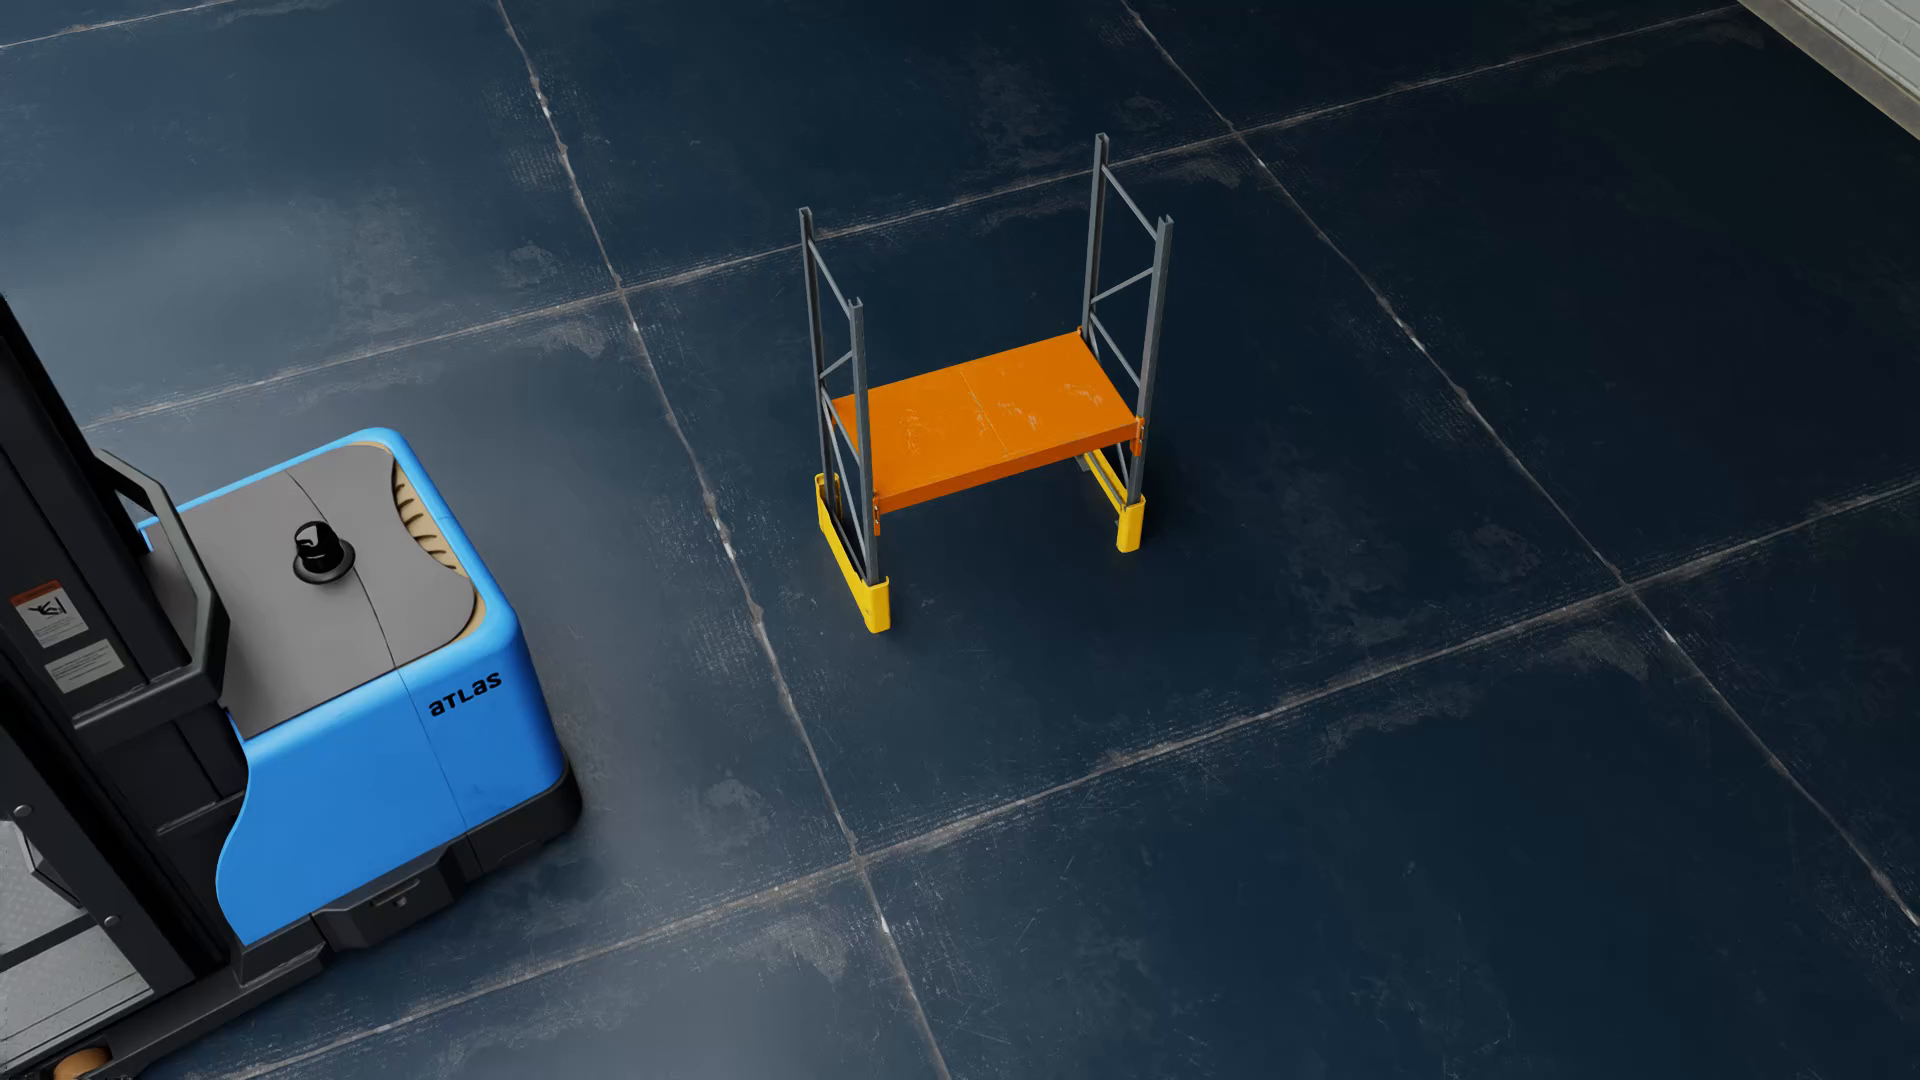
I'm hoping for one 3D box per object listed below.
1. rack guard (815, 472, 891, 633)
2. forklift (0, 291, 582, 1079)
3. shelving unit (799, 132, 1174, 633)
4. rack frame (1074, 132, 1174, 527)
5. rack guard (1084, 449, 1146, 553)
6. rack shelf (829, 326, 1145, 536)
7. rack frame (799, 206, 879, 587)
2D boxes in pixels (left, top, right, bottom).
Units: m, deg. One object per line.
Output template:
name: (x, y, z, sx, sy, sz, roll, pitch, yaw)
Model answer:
rack guard: (-0.390, 0.040, 6.051, 0.087, 0.250, 0.587, -17, 52, -14)
forklift: (-2.737, 0.299, 4.062, 3.031, 2.935, 1.130, -27, 55, -21)
shelving unit: (0.071, -0.511, 5.700, 1.083, 1.500, 0.587, -17, 52, -14)
rack frame: (0.550, -0.659, 5.827, 0.032, 1.500, 0.500, -17, 52, -14)
rack guard: (0.532, -0.246, 6.297, 0.087, 0.250, 0.587, -17, 52, -14)
rack shelf: (0.079, -0.396, 5.838, 1.000, 0.185, 0.538, -17, 52, -14)
rack frame: (-0.392, -0.367, 5.577, 0.032, 1.500, 0.500, -17, 52, -14)
